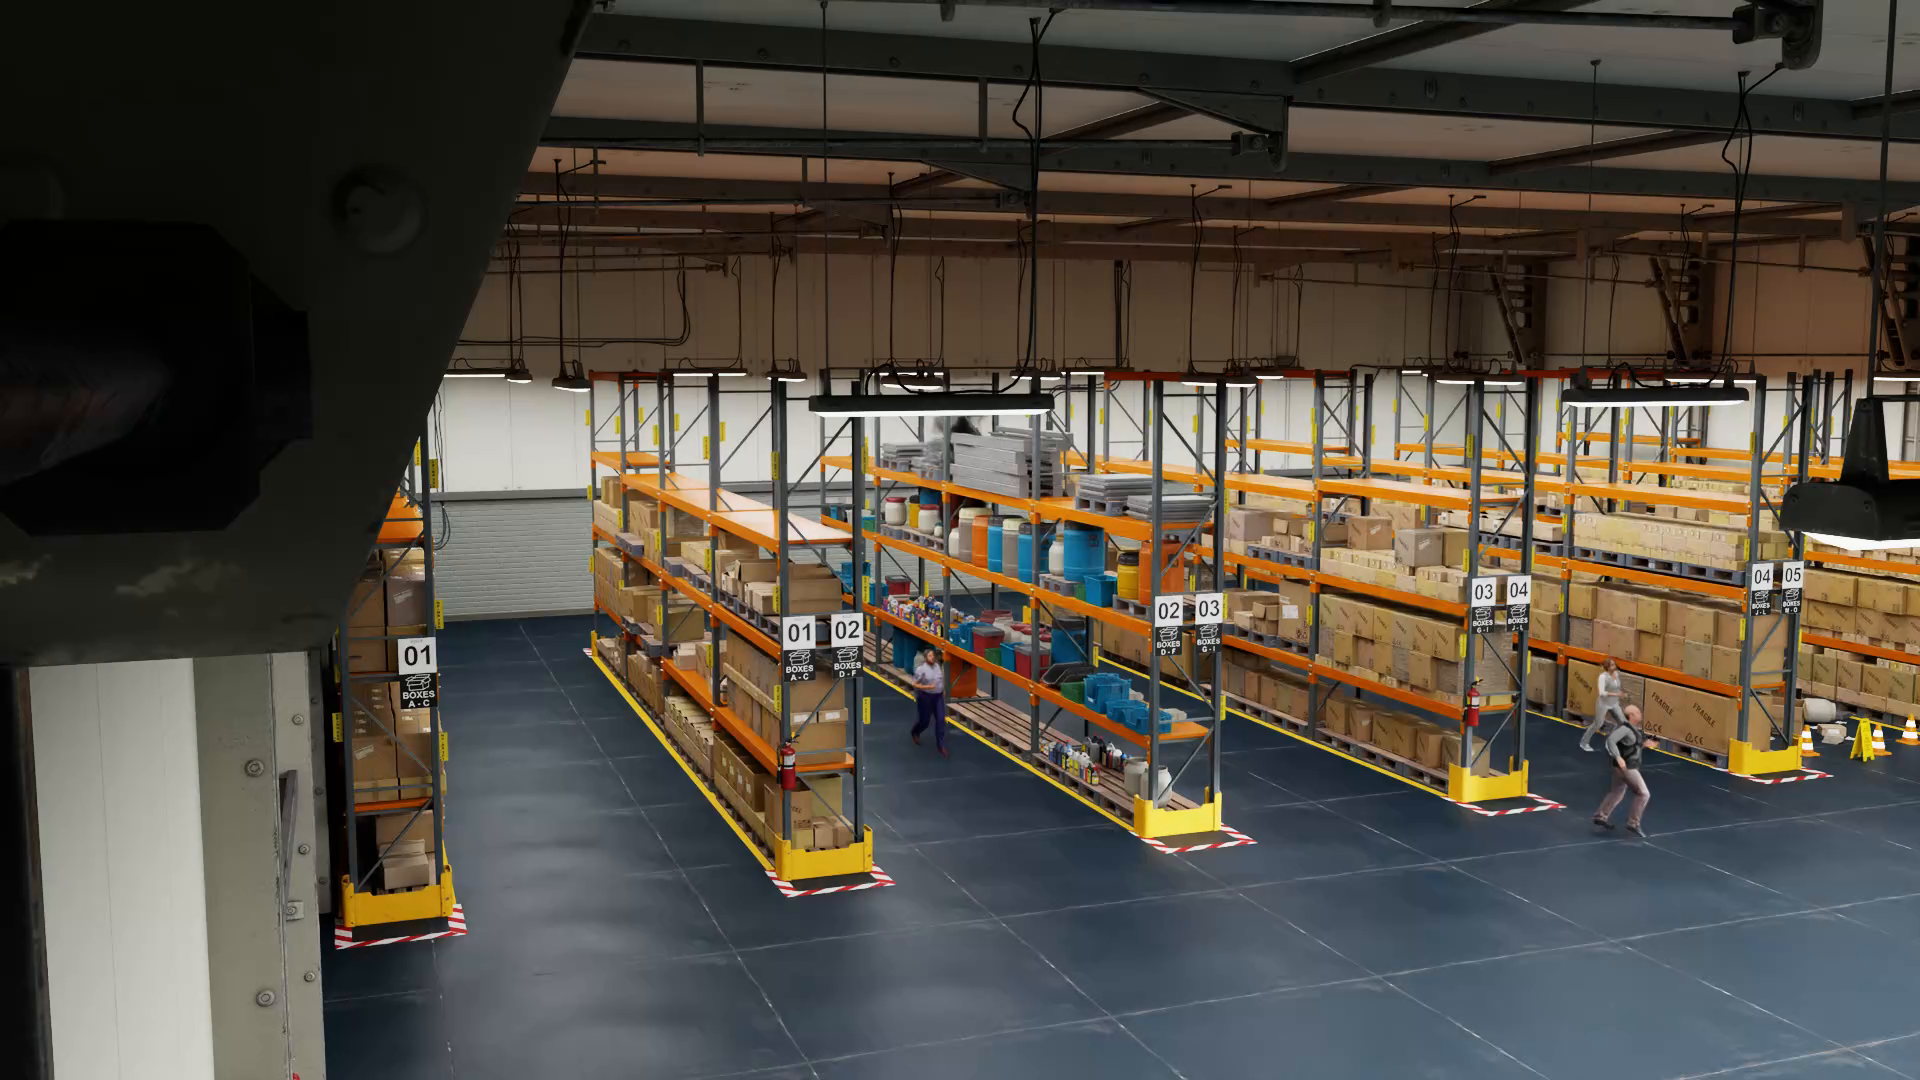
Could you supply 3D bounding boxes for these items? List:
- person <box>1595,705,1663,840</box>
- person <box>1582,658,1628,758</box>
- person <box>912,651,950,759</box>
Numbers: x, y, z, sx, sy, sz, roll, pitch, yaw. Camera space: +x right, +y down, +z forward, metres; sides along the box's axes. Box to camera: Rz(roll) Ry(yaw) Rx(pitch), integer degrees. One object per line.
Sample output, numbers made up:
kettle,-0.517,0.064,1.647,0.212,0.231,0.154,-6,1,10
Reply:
person,8.818,3.036,21.910,0.796,1.764,0.654,2,7,21
person,10.191,2.642,26.092,0.546,1.599,0.833,-3,7,-25
person,-0.444,2.553,26.045,0.608,1.640,0.903,-4,7,-32
